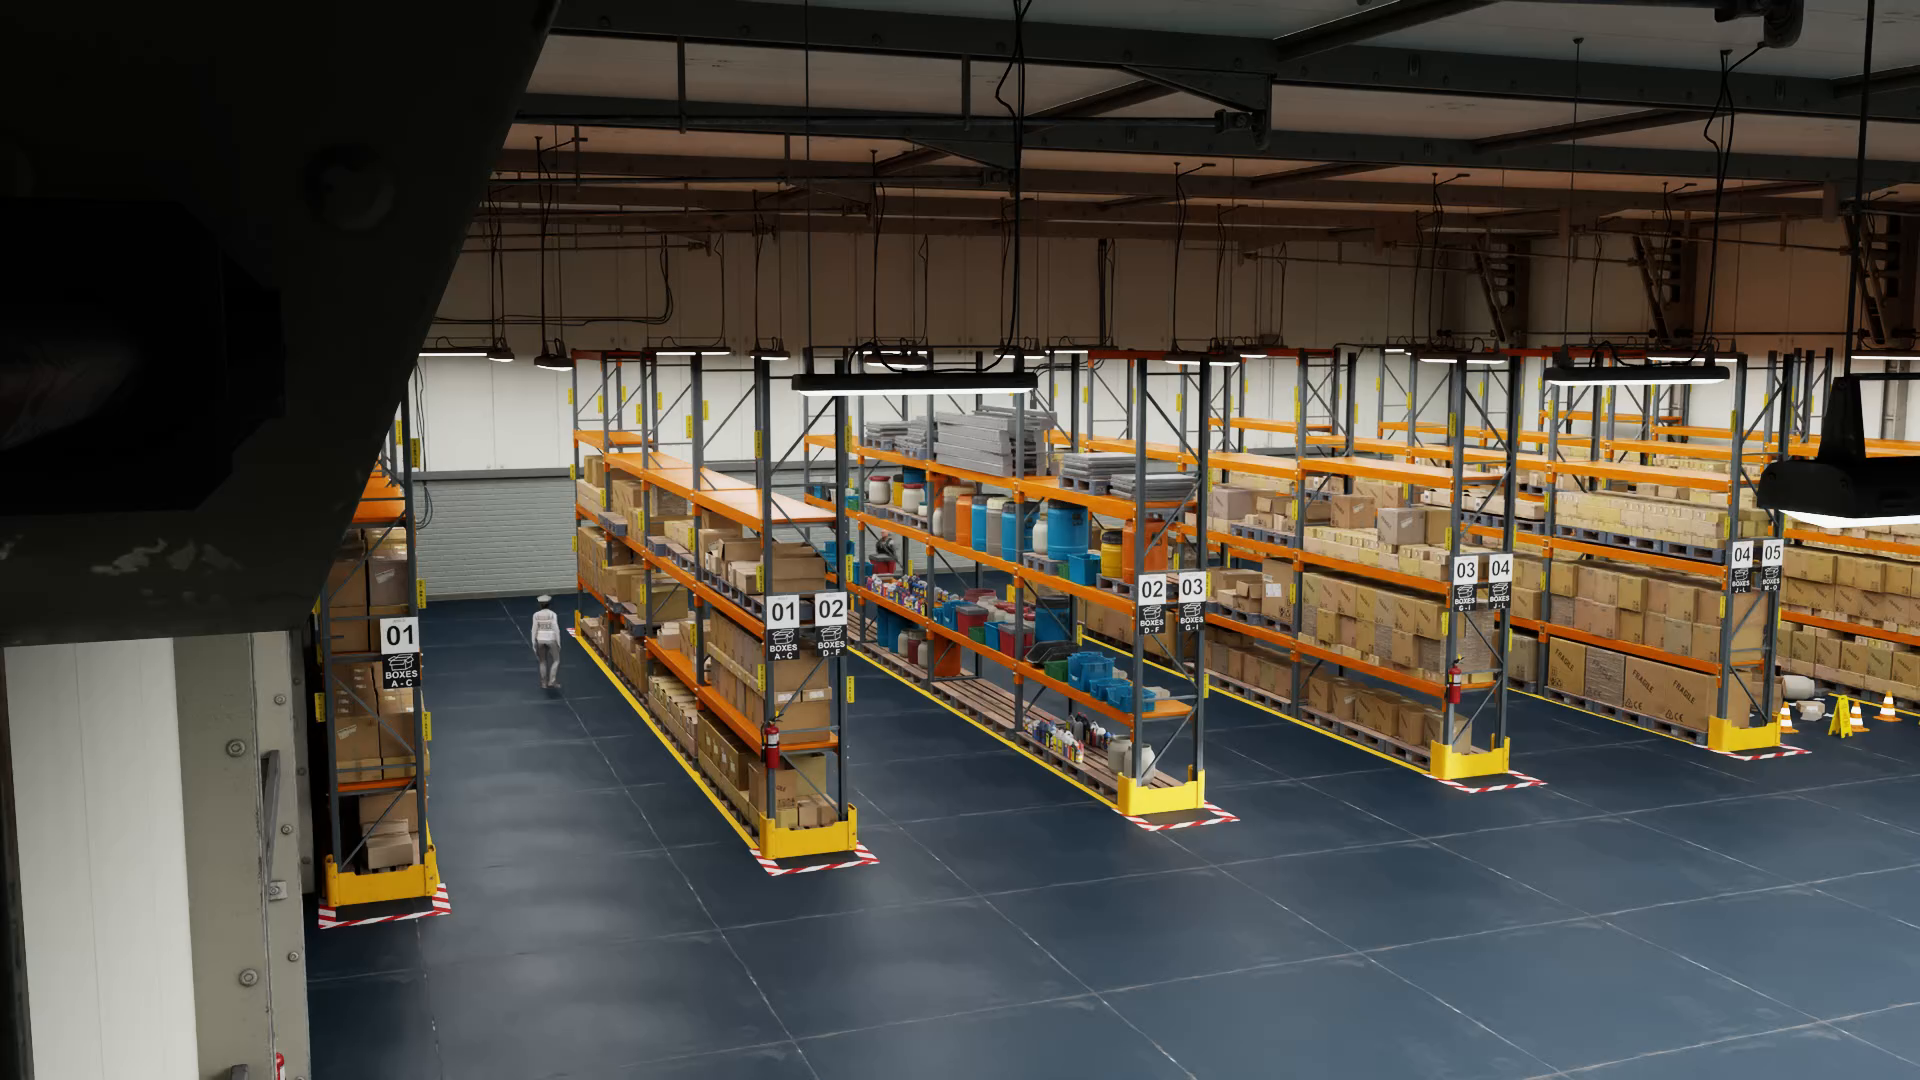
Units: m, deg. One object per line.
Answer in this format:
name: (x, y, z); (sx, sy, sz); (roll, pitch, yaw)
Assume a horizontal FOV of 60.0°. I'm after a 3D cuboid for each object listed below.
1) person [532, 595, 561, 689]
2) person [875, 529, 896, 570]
person: (-7.378, 1.828, 29.610); (0.521, 1.680, 0.485); (1, 7, 4)
person: (-1.776, 0.544, 39.811); (0.999, 1.684, 0.515); (-7, 10, -43)
